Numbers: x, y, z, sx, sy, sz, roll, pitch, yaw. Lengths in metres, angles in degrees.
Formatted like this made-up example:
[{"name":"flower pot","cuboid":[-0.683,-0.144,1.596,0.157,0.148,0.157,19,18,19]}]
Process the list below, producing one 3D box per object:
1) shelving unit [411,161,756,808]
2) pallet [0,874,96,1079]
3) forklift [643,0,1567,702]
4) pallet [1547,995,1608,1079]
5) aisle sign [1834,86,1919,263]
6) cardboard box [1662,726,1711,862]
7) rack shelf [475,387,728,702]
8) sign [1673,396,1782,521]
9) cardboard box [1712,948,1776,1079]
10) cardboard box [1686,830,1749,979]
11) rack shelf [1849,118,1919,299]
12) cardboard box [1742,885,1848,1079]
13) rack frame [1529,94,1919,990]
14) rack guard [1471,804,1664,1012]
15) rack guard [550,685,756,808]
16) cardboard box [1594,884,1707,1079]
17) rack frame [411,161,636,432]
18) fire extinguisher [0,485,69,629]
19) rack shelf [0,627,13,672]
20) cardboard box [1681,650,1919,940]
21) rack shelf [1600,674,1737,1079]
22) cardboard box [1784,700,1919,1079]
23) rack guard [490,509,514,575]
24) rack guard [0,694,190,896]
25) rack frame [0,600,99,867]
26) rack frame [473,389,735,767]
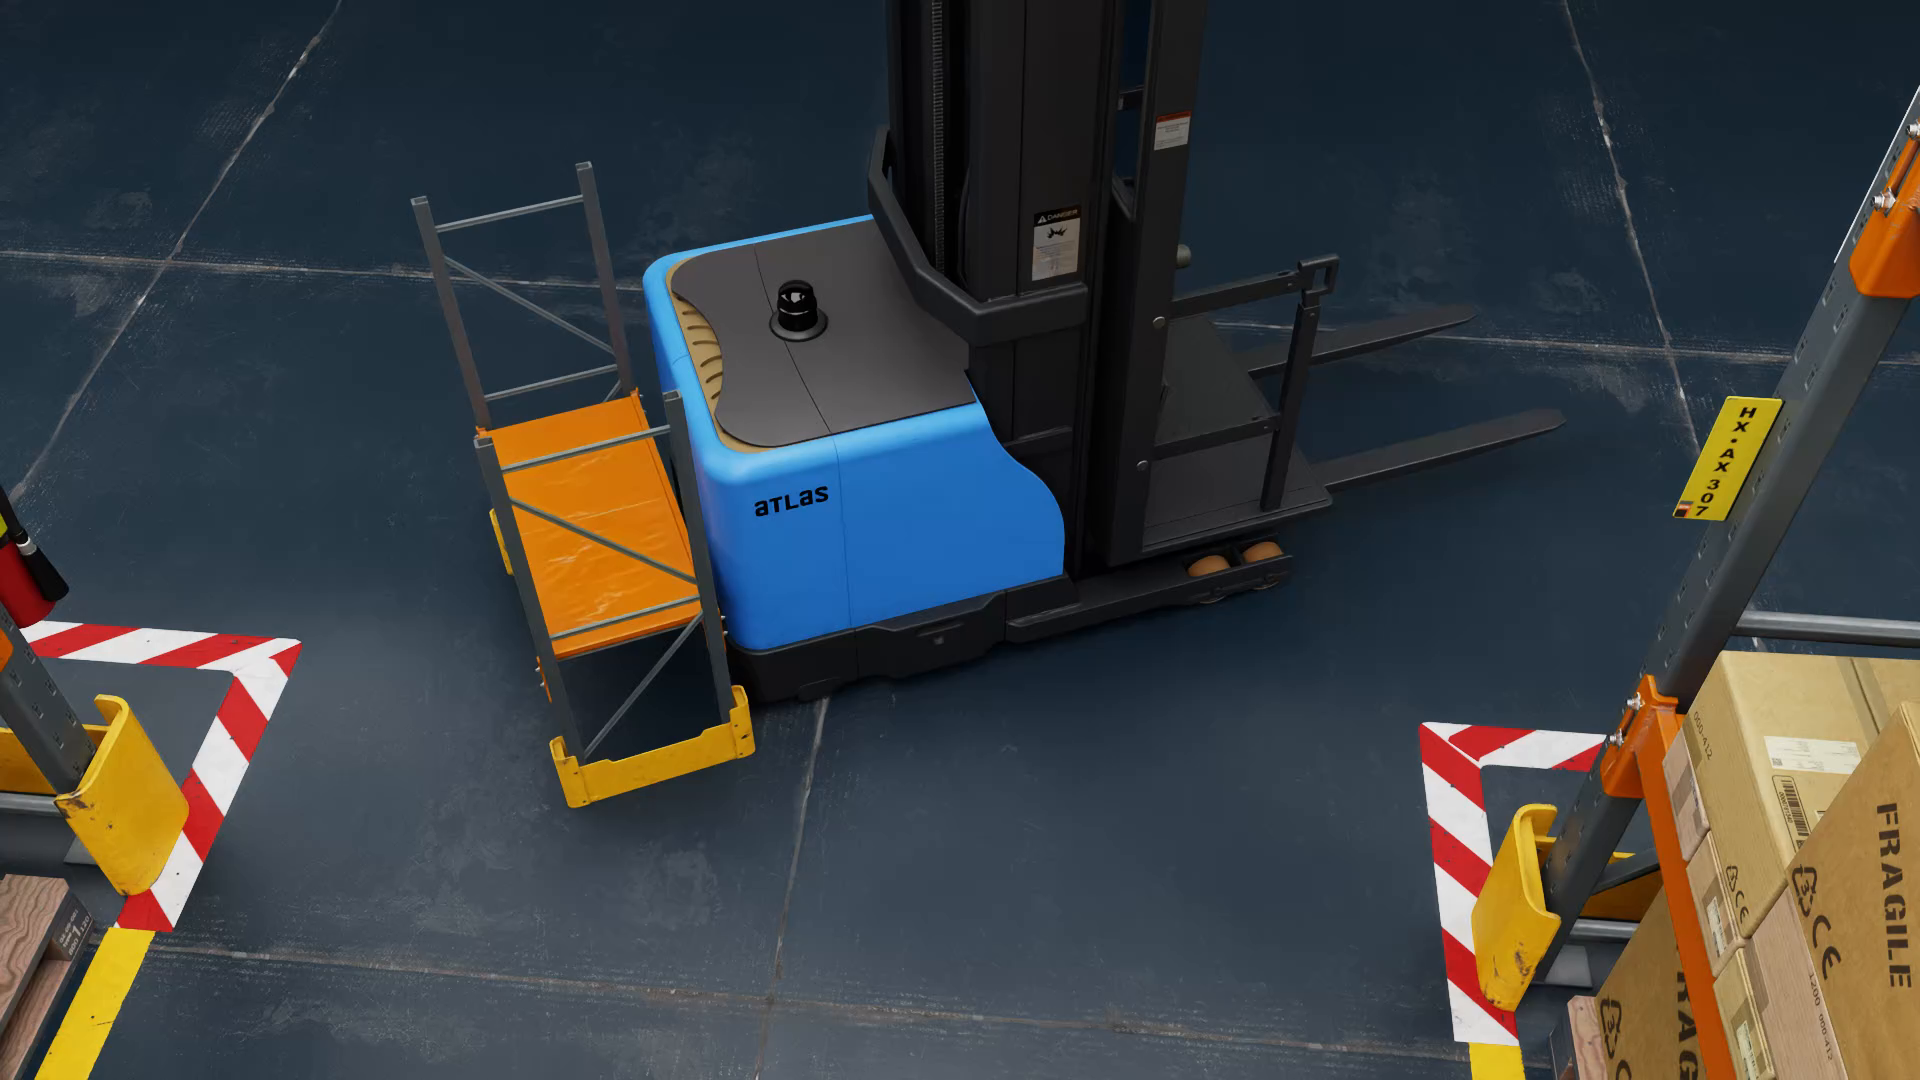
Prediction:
[{"name":"shelving unit","cuboid":[-1.095,-0.143,4.864,0.587,1.500,1.083,-16,49,-14]},{"name":"pallet","cuboid":[-3.013,1.418,4.310,1.003,0.211,1.213,4,48,4]},{"name":"forklift","cuboid":[0.590,-1.135,4.802,3.031,2.935,1.130,-14,49,-12]},{"name":"pallet","cuboid":[2.038,1.741,4.015,1.003,0.211,1.213,4,48,4]},{"name":"aisle sign","cuboid":[1.741,-0.743,2.635,0.394,0.787,0.004,4,48,4]},{"name":"cardboard box","cuboid":[1.672,0.530,3.402,0.380,0.149,0.250,4,48,4]},{"name":"rack shelf","cuboid":[-1.091,-0.015,4.991,0.538,0.185,1.000,-16,49,-14]},{"name":"sign","cuboid":[1.481,-0.154,3.217,0.100,0.325,0.005,4,48,4]},{"name":"cardboard box","cuboid":[1.628,0.907,3.058,0.380,0.149,0.250,3,48,3]},{"name":"cardboard box","cuboid":[1.651,0.719,3.230,0.380,0.149,0.250,3,48,3]},{"name":"rack shelf","cuboid":[1.851,0.907,1.342,1.077,0.370,4.000,4,48,4]},{"name":"cardboard box","cuboid":[1.680,0.874,2.818,0.500,0.250,0.500,3,48,3]},{"name":"rack frame","cuboid":[2.033,0.207,3.528,1.000,3.000,0.127,4,48,4]},{"name":"rack guard","cuboid":[2.036,1.033,4.466,1.175,0.500,0.348,4,48,4]},{"name":"rack guard","cuboid":[-0.917,0.622,5.011,0.587,0.250,0.087,-16,49,-14]},{"name":"cardboard box","cuboid":[2.055,1.258,3.722,0.875,0.875,0.875,4,48,4]},{"name":"rack frame","cuboid":[-1.272,-0.487,5.179,0.500,1.500,0.032,-16,49,-14]},{"name":"fire extinguisher","cuboid":[-2.433,-0.054,4.072,0.296,0.674,0.183,4,48,4]},{"name":"rack shelf","cuboid":[-3.081,1.586,2.754,1.077,0.370,4.000,4,48,4]},{"name":"cardboard box","cuboid":[1.721,0.492,3.167,0.500,0.250,0.500,3,48,2]},{"name":"rack shelf","cuboid":[1.851,1.919,2.449,1.077,0.370,4.000,4,48,4]},{"name":"cardboard box","cuboid":[1.675,0.606,2.555,0.500,0.500,0.500,3,48,3]},{"name":"rack guard","cuboid":[-1.271,-0.065,5.639,0.587,0.250,0.087,-16,49,-14]},{"name":"rack guard","cuboid":[-2.910,0.699,4.772,1.175,0.500,0.348,4,48,4]},{"name":"rack frame","cuboid":[-2.899,-0.126,3.833,1.000,3.000,0.127,4,48,4]},{"name":"rack frame","cuboid":[-0.911,0.214,4.537,0.500,1.500,0.032,-16,49,-14]}]
